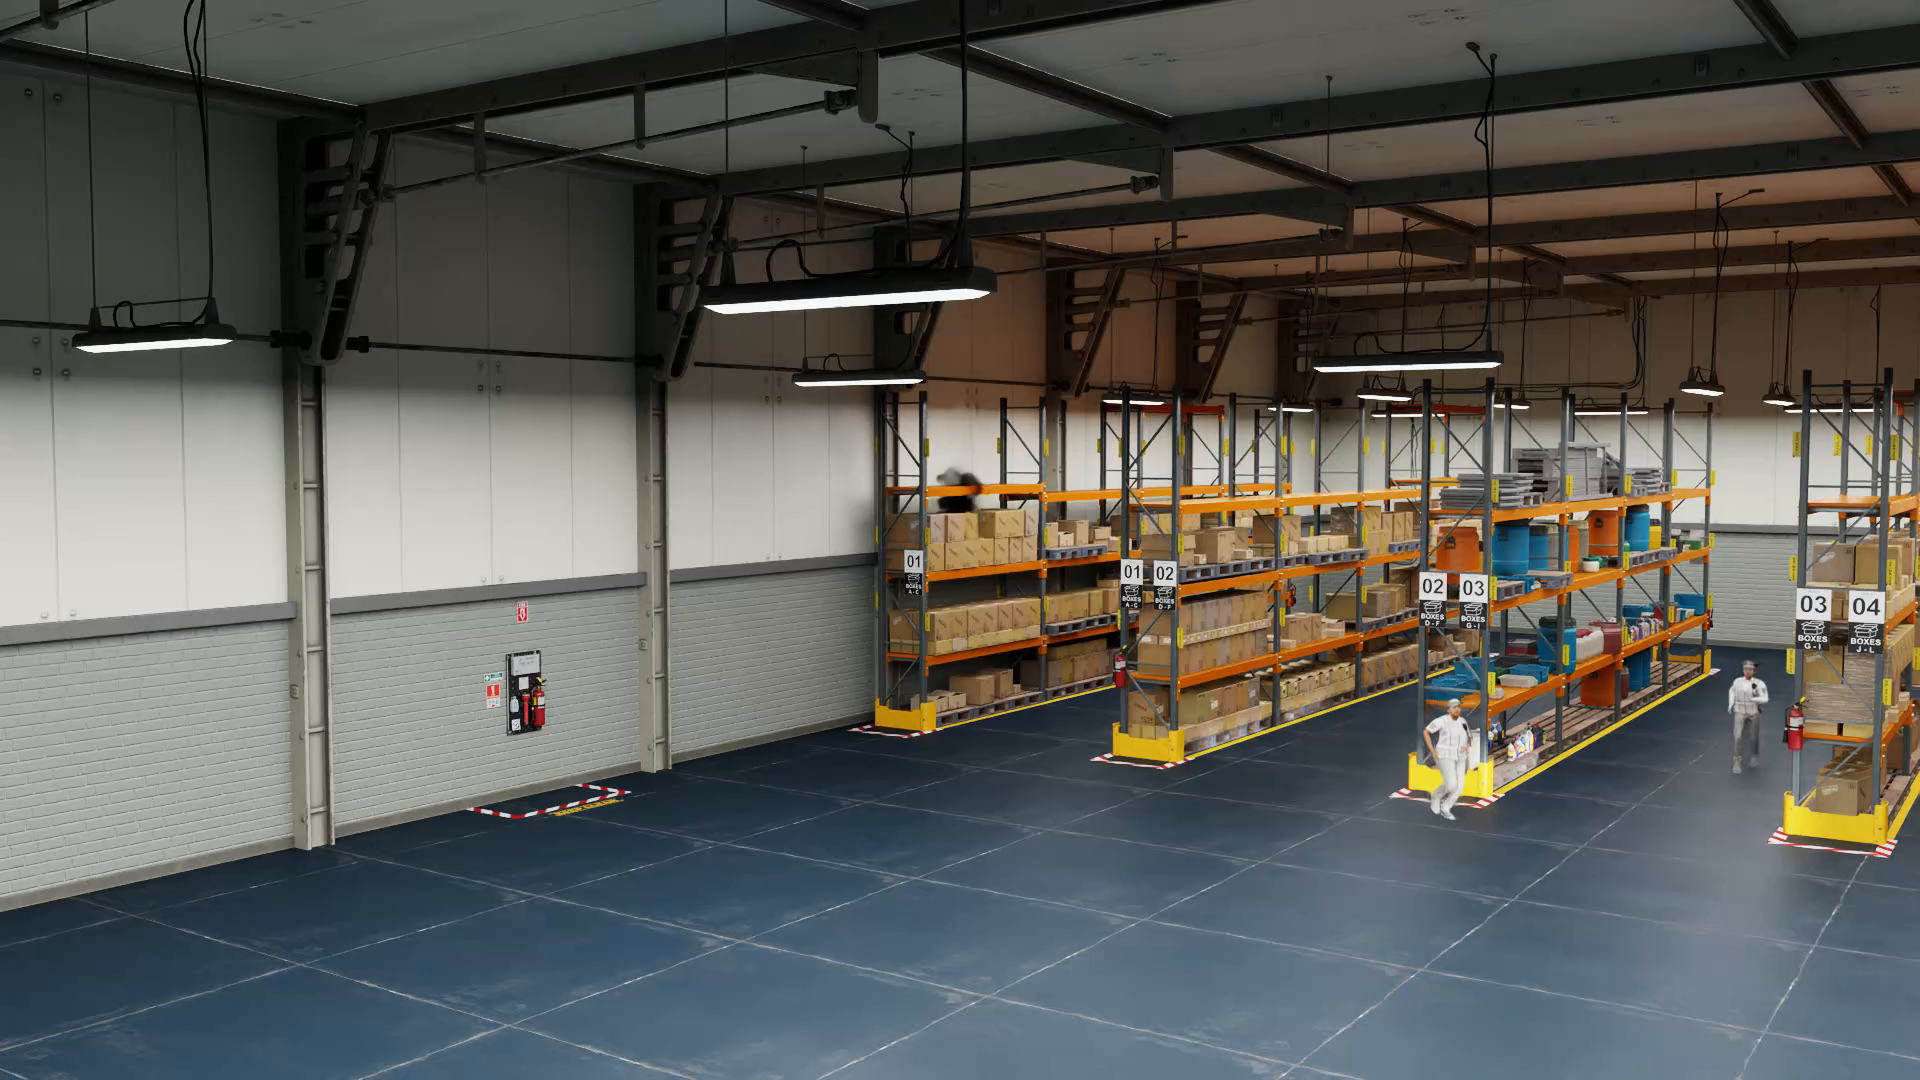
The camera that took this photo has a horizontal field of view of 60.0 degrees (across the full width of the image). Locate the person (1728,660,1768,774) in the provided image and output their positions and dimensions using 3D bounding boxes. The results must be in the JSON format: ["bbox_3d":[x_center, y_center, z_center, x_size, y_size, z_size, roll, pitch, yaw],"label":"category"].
[{"bbox_3d":[12.173,2.704,25.699,0.599,1.708,0.878,2,4,34],"label":"person"}]

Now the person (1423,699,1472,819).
[{"bbox_3d":[6.632,2.953,22.402,0.612,1.620,0.531,-1,3,-19],"label":"person"}]
